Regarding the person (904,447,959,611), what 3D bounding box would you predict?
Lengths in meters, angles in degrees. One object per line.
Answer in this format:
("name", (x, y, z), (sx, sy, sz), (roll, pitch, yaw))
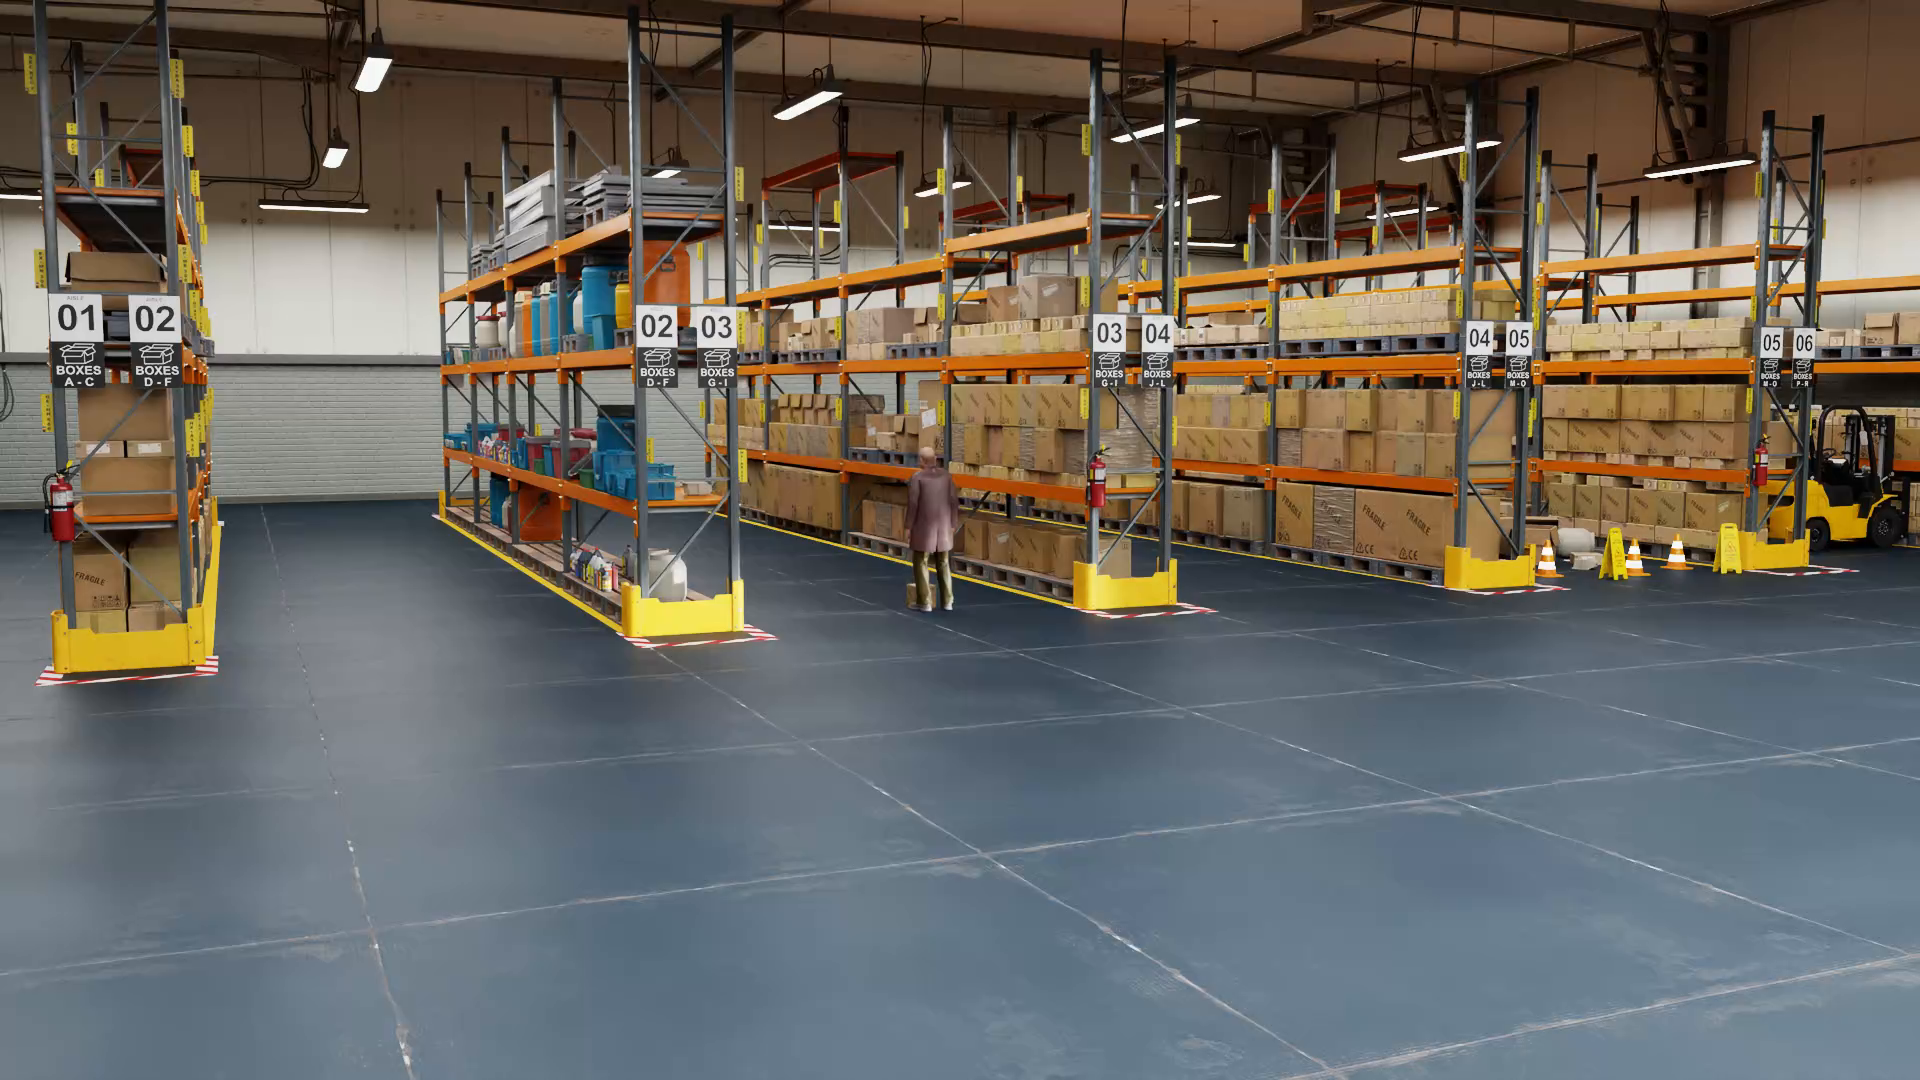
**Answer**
("person", (-0.318, -0.121, 18.018), (0.635, 1.773, 0.427), (-3, 6, -26))
